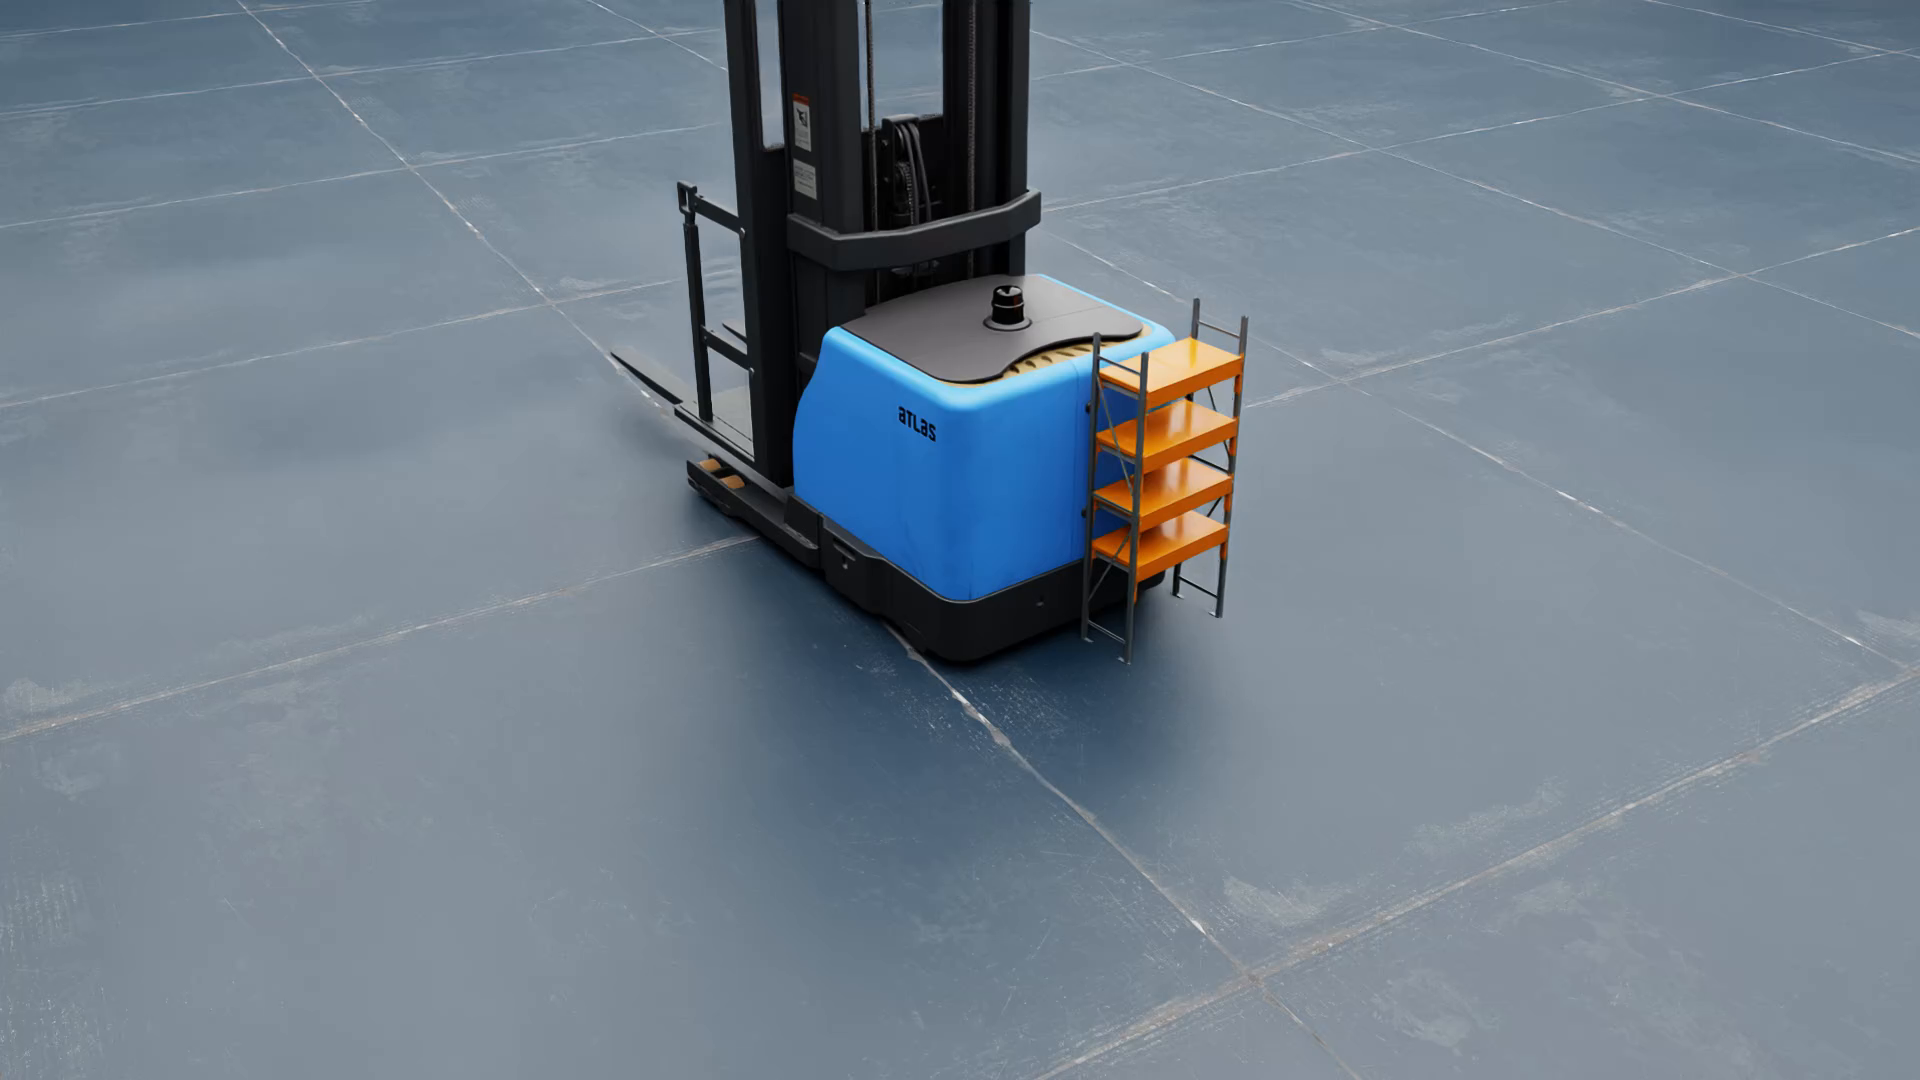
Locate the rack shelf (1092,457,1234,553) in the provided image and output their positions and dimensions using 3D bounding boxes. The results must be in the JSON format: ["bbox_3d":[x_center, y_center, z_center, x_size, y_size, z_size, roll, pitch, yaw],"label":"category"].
[{"bbox_3d":[0.711,-0.140,5.900,0.480,0.148,0.258,-23,36,-35],"label":"rack shelf"}]

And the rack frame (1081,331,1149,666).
[{"bbox_3d":[0.526,-0.122,5.729,0.015,1.200,0.240,-23,36,-35],"label":"rack frame"}]

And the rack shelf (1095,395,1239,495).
[{"bbox_3d":[0.711,-0.335,5.792,0.480,0.148,0.258,-23,36,-35],"label":"rack shelf"}]

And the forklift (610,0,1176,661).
[{"bbox_3d":[-0.500,-1.512,6.456,1.130,2.935,3.031,-20,35,-32],"label":"forklift"}]

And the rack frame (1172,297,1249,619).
[{"bbox_3d":[0.897,-0.275,6.007,0.015,1.200,0.240,-23,36,-35],"label":"rack frame"}]

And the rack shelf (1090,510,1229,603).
[{"bbox_3d":[0.711,0.034,5.996,0.480,0.148,0.258,-23,36,-35],"label":"rack shelf"}]

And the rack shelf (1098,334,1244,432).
[{"bbox_3d":[0.711,-0.542,5.678,0.480,0.148,0.258,-23,36,-35],"label":"rack shelf"}]

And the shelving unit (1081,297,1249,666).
[{"bbox_3d":[0.711,-0.198,5.868,0.503,1.200,0.258,-23,36,-35],"label":"shelving unit"}]
